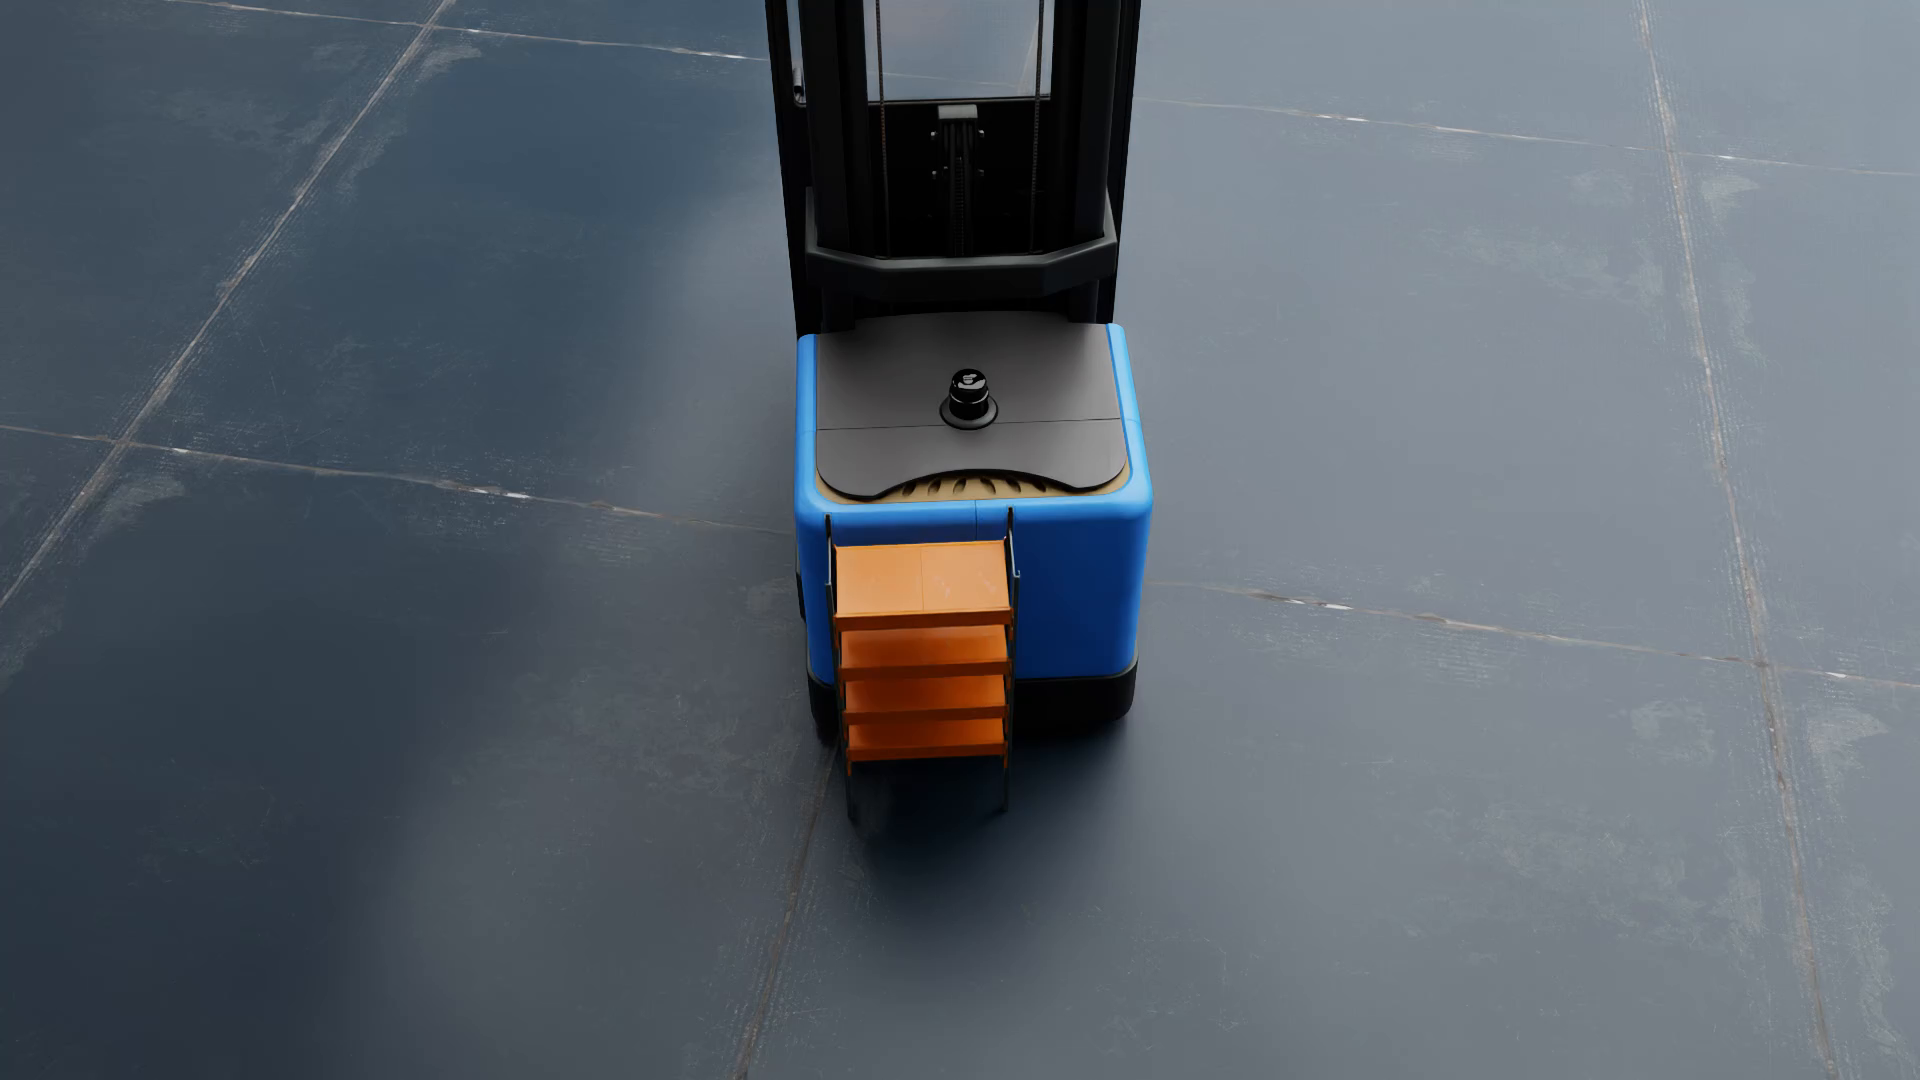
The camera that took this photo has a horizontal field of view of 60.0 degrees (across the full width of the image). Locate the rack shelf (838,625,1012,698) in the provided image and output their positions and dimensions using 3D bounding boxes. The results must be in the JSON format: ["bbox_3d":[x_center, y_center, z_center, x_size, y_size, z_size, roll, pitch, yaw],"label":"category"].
[{"bbox_3d":[-0.104,0.292,4.711,0.480,0.148,0.258,-2,51,-2],"label":"rack shelf"}]

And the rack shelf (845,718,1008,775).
[{"bbox_3d":[-0.105,0.558,5.039,0.480,0.148,0.258,-2,51,-2],"label":"rack shelf"}]

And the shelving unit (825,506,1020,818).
[{"bbox_3d":[-0.104,0.390,4.833,0.503,1.200,0.258,-2,51,-2],"label":"shelving unit"}]

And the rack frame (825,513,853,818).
[{"bbox_3d":[-0.348,0.400,4.824,0.015,1.200,0.240,-2,51,-2],"label":"rack frame"}]

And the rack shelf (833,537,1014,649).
[{"bbox_3d":[-0.103,0.143,4.528,0.480,0.148,0.258,-2,51,-2],"label":"rack shelf"}]

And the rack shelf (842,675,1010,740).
[{"bbox_3d":[-0.104,0.433,4.885,0.480,0.148,0.258,-2,51,-2],"label":"rack shelf"}]

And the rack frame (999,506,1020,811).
[{"bbox_3d":[0.139,0.381,4.842,0.015,1.200,0.240,-2,51,-2],"label":"rack frame"}]

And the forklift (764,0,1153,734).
[{"bbox_3d":[-0.033,-1.448,5.330,1.130,2.935,3.031,-2,48,-2],"label":"forklift"}]
